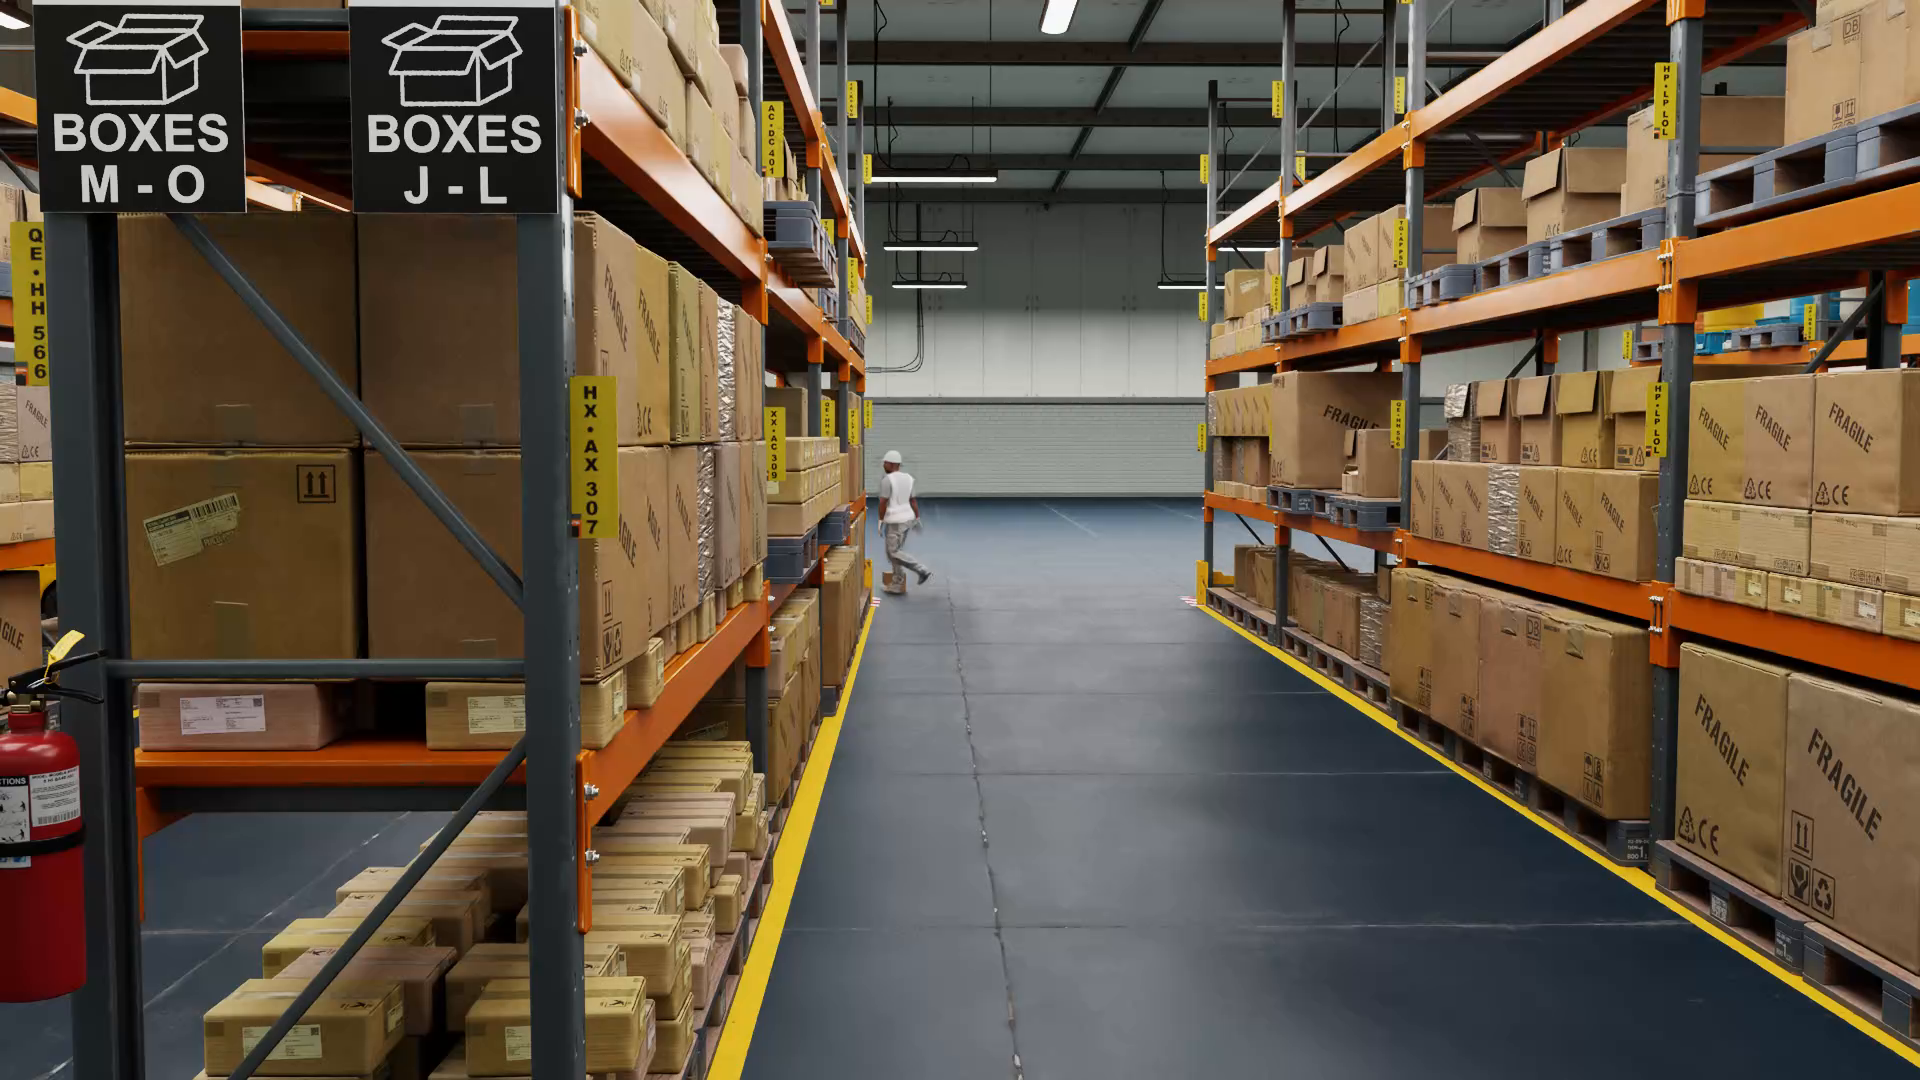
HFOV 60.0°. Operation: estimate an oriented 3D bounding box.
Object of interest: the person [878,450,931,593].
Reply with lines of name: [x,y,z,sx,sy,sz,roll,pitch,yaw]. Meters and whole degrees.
person: [-0.704,-0.214,20.390,0.795,1.765,0.631,2,4,33]
